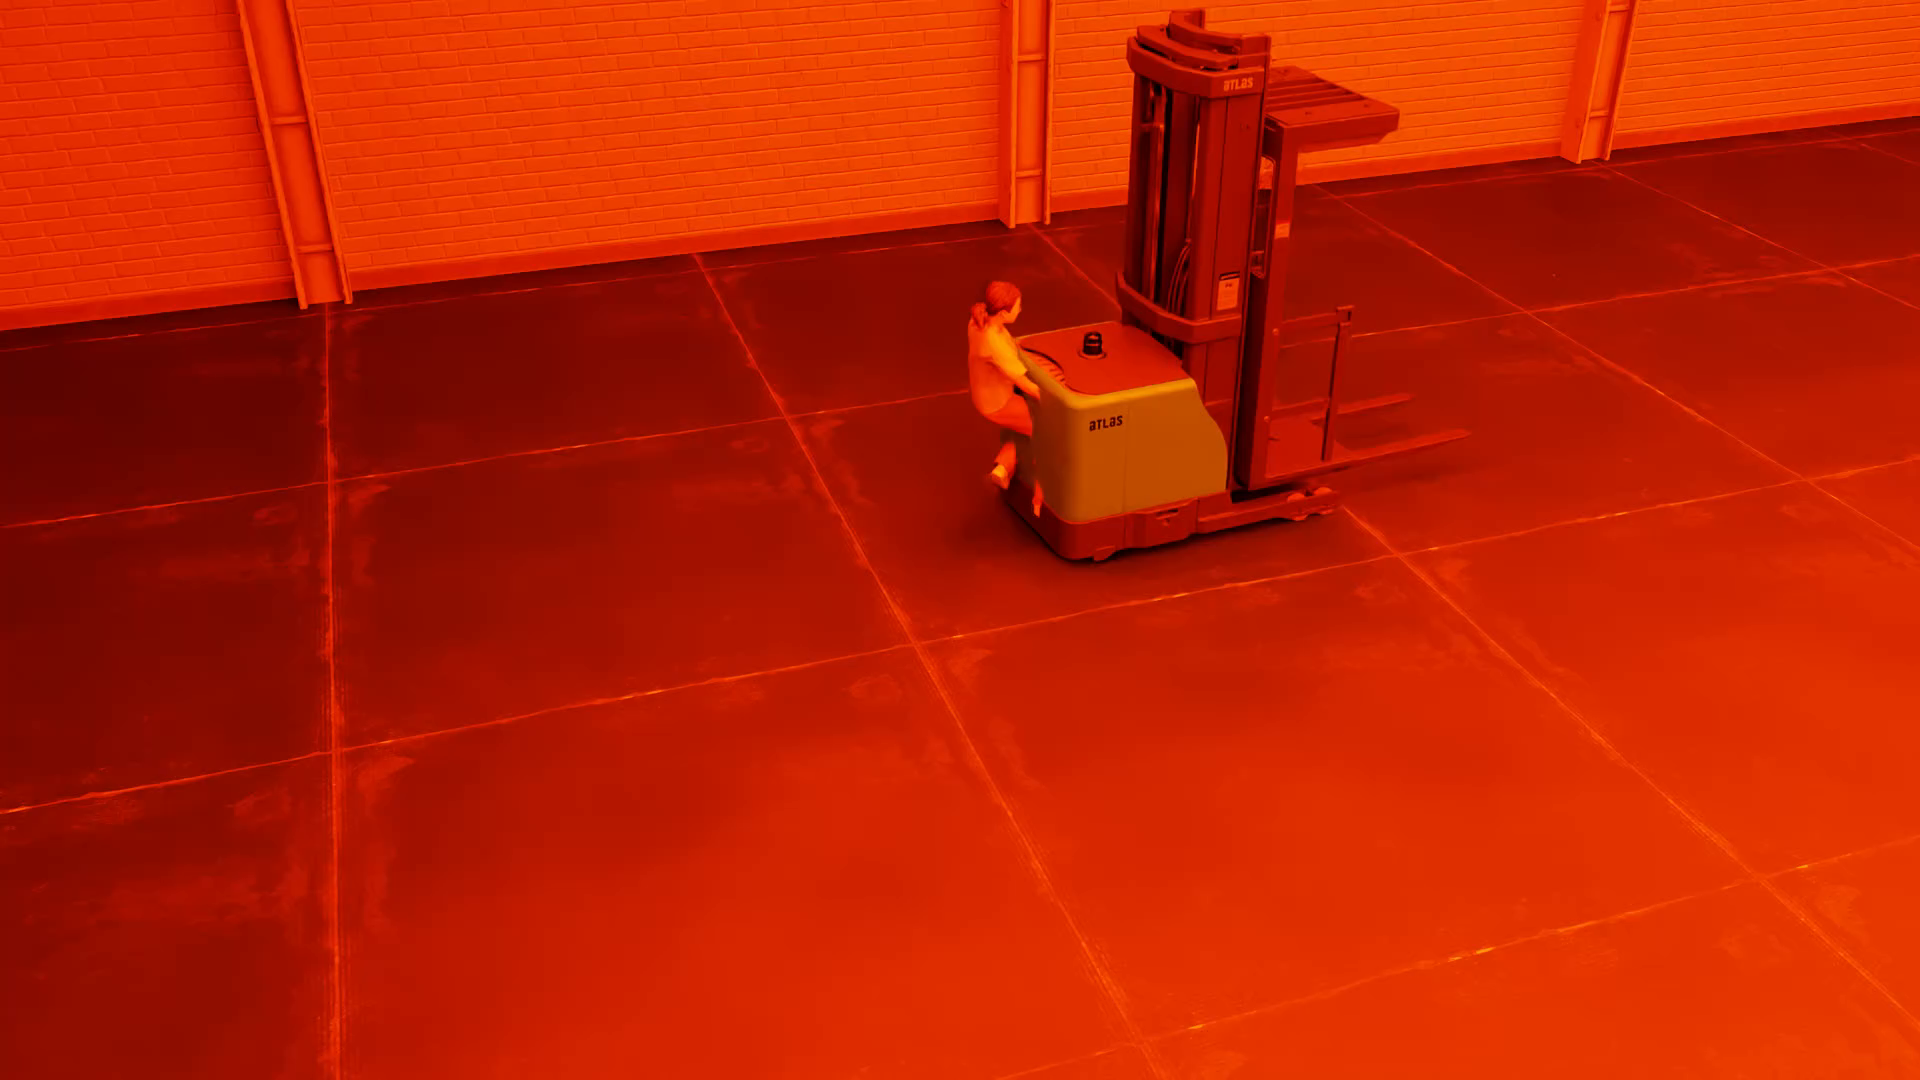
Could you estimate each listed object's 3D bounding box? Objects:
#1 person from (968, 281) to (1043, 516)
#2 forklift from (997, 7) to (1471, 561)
[{"bbox_3d":[0.360,-0.880,9.818,0.640,1.400,0.742,-6,30,-11],"label":"person"},{"bbox_3d":[1.796,-1.619,9.900,3.031,2.935,1.130,-12,32,-20],"label":"forklift"}]
